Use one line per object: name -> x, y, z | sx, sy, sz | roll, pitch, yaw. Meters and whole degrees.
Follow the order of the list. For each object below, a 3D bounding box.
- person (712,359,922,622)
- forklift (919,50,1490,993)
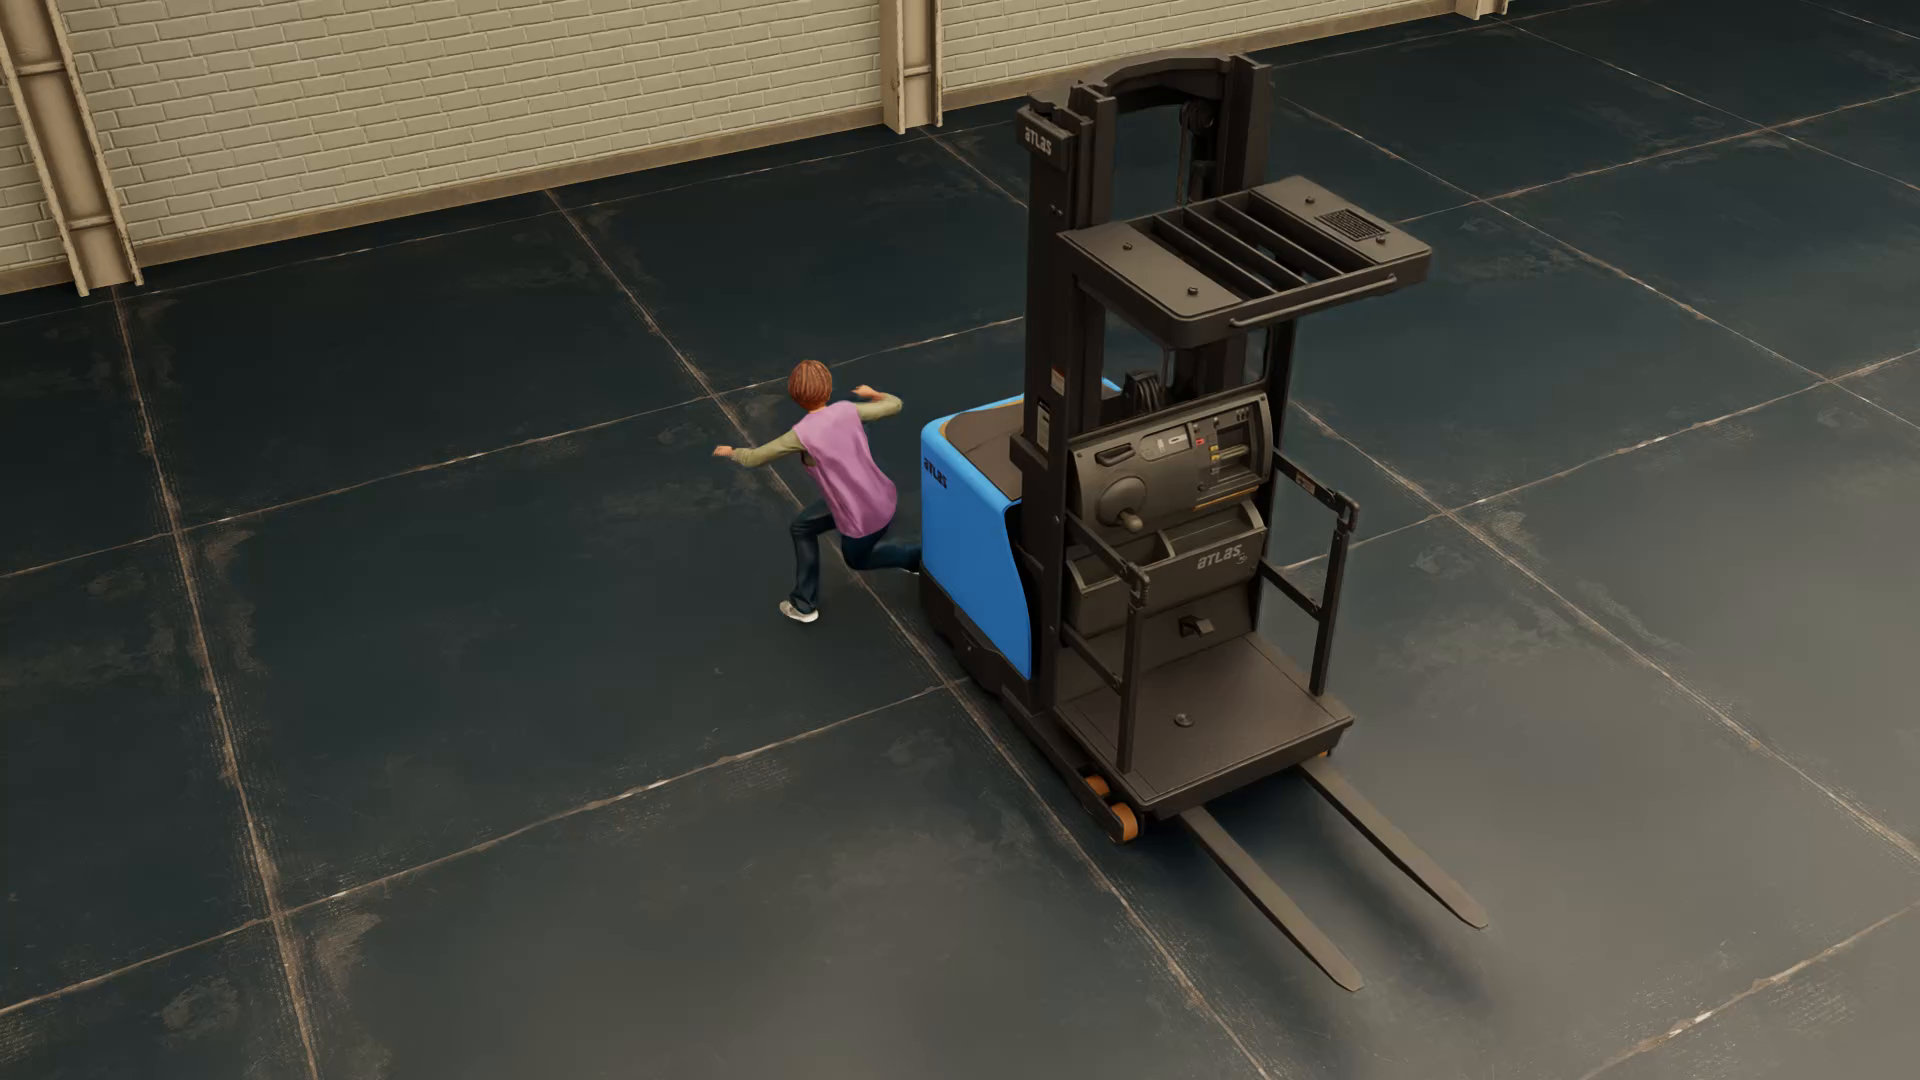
person -> -0.625, -0.292, 7.922 | 1.034, 1.396, 0.758 | 9, 36, 13
forklift -> 0.962, -0.246, 6.471 | 1.130, 2.935, 3.031 | -18, 39, -23
